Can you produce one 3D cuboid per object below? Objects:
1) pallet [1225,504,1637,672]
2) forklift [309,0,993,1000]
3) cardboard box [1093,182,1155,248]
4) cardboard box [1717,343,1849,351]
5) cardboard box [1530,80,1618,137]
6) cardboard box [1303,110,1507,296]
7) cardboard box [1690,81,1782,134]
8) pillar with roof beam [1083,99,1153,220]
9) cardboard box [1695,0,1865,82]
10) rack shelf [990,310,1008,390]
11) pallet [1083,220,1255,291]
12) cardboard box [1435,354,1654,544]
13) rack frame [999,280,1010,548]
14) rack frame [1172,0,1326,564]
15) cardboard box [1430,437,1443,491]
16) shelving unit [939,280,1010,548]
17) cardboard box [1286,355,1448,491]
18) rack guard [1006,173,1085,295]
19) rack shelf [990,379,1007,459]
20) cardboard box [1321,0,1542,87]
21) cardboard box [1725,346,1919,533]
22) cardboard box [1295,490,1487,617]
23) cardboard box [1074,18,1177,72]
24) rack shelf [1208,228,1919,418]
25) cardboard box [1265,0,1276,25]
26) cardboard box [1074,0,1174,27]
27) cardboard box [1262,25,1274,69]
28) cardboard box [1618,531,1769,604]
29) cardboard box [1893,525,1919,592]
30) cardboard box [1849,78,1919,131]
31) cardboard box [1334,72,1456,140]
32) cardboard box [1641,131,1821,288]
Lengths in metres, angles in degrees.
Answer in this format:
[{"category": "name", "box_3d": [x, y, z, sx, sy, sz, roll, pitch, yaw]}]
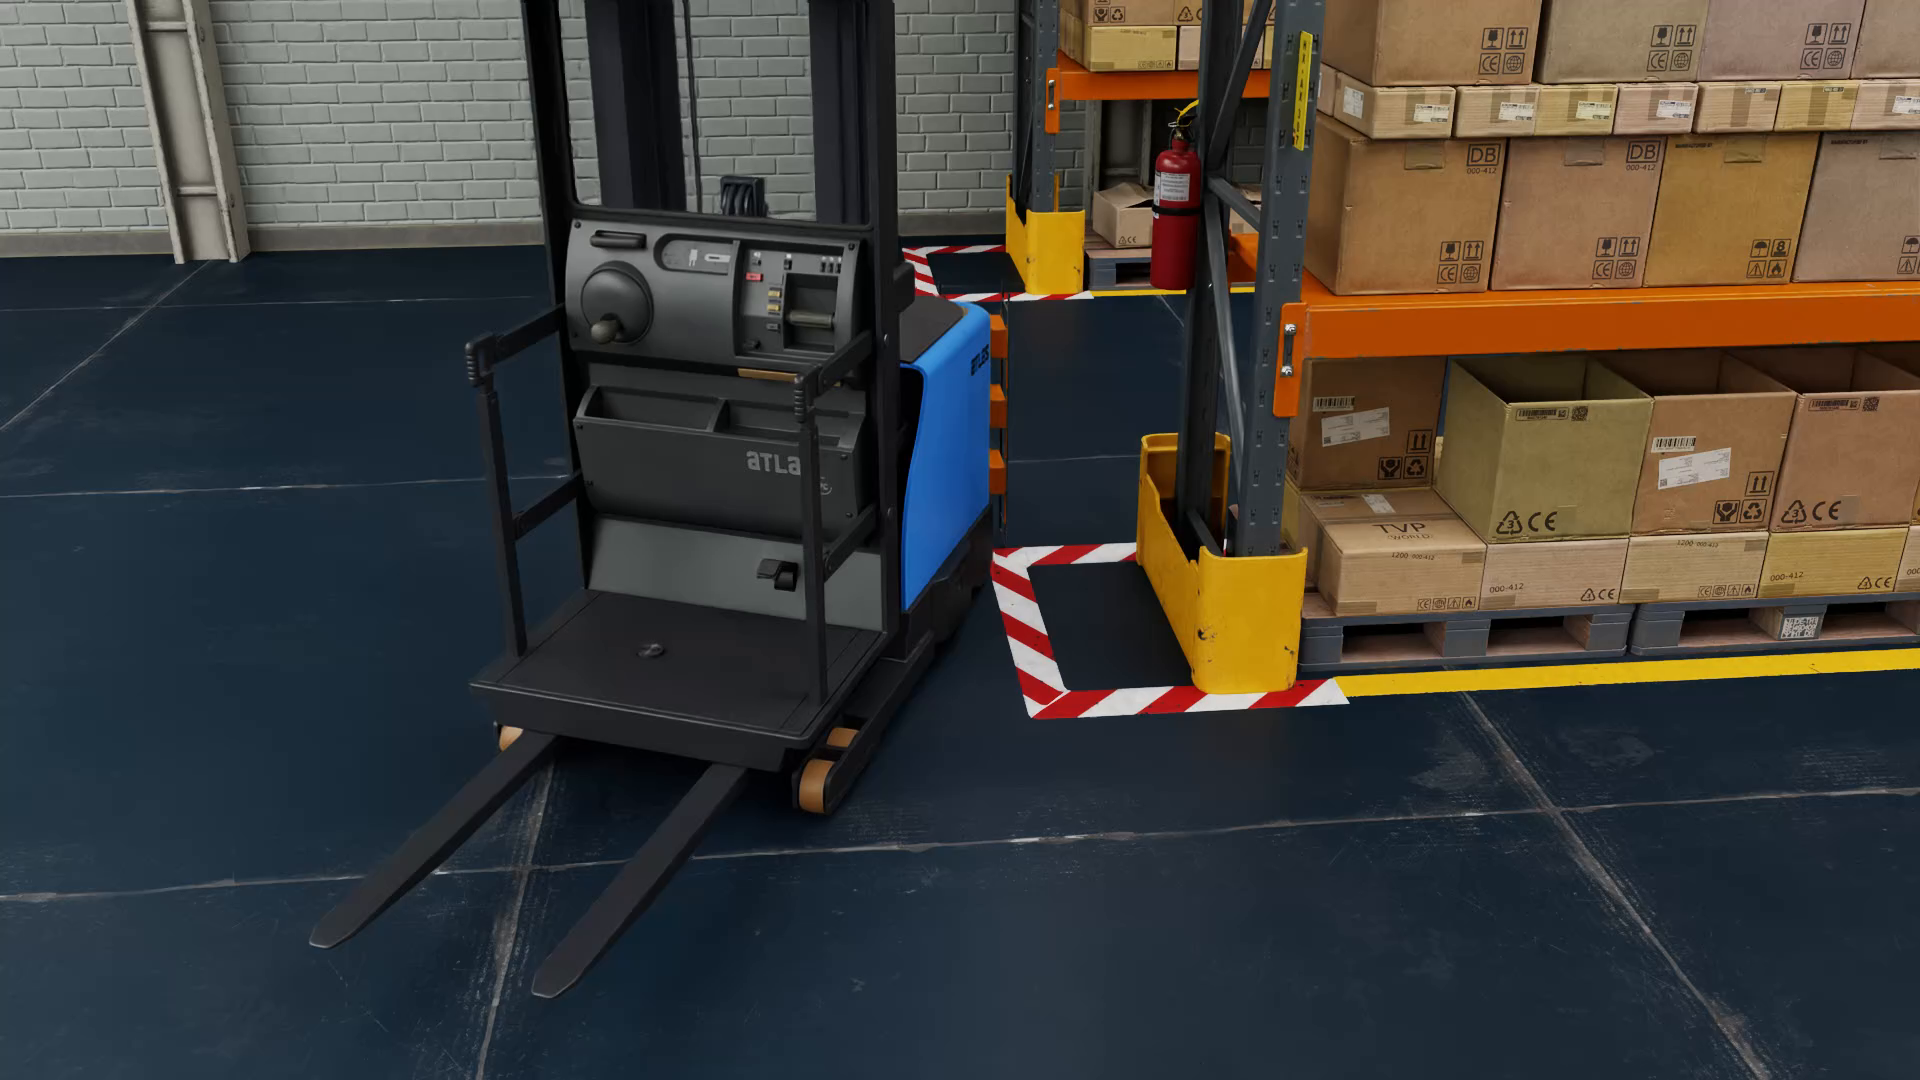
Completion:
[{"category": "pallet", "box_3d": [1.700, 0.134, 6.189, 1.213, 0.211, 1.003, -2, 24, -5]}, {"category": "forklift", "box_3d": [-0.801, -0.708, 4.733, 1.130, 2.935, 3.031, 7, 25, 16]}, {"category": "cardboard box", "box_3d": [1.150, -2.059, 10.458, 0.500, 0.311, 0.500, -5, 24, -11]}, {"category": "cardboard box", "box_3d": [2.939, -0.578, 6.303, 0.500, 0.500, 0.500, -2, 24, -5]}, {"category": "cardboard box", "box_3d": [1.865, -1.385, 5.251, 0.250, 0.149, 0.380, -2, 24, -5]}, {"category": "cardboard box", "box_3d": [1.409, -1.152, 5.526, 0.500, 0.500, 0.700, -2, 24, -5]}, {"category": "cardboard box", "box_3d": [2.382, -1.406, 5.298, 0.250, 0.149, 0.380, -3, 24, -7]}, {"category": "pillar with roof beam", "box_3d": [1.487, -4.474, 5.737, 0.400, 9.000, 9.100, -2, 24, -5]}, {"category": "cardboard box", "box_3d": [2.486, -1.791, 5.365, 0.500, 0.500, 0.700, -2, 24, -5]}, {"category": "rack shelf", "box_3d": [0.053, -0.732, 6.431, 0.240, 0.259, 0.215, -2, 24, -5]}, {"category": "pallet", "box_3d": [1.340, -1.842, 10.635, 1.213, 0.211, 1.003, -2, 24, -5]}, {"category": "cardboard box", "box_3d": [1.996, -0.323, 5.729, 0.500, 0.500, 0.500, -2, 24, -5]}, {"category": "rack frame", "box_3d": [0.174, -0.487, 6.553, 0.008, 1.050, 0.200, -2, 24, -5]}, {"category": "rack frame", "box_3d": [0.943, -1.093, 5.516, 0.127, 3.000, 1.000, -2, 24, -5]}, {"category": "cardboard box", "box_3d": [1.944, -0.194, 6.362, 0.500, 0.250, 0.500, -2, 24, -5]}, {"category": "shelving unit", "box_3d": [0.053, -0.482, 6.542, 0.252, 1.050, 0.215, -2, 24, -5]}, {"category": "cardboard box", "box_3d": [1.447, -0.513, 6.156, 0.500, 0.500, 0.500, -2, 24, -5]}, {"category": "rack guard", "box_3d": [0.528, -1.956, 10.535, 0.348, 0.500, 1.175, -2, 24, -5]}, {"category": "rack shelf", "box_3d": [0.053, -0.472, 6.546, 0.240, 0.259, 0.215, -2, 24, -5]}, {"category": "cardboard box", "box_3d": [1.461, -1.747, 5.267, 0.500, 0.500, 0.700, -2, 24, -5]}, {"category": "cardboard box", "box_3d": [2.991, -0.361, 5.815, 0.500, 0.500, 0.500, -2, 24, -5]}, {"category": "cardboard box", "box_3d": [1.498, 0.040, 5.835, 0.500, 0.250, 0.500, -2, 24, -5]}, {"category": "cardboard box", "box_3d": [0.969, -2.927, 9.802, 0.500, 0.250, 0.500, -3, 24, -7]}, {"category": "rack shelf", "box_3d": [2.933, -0.844, 5.842, 4.000, 0.370, 1.077, -2, 24, -5]}, {"category": "cardboard box", "box_3d": [1.964, -3.310, 9.740, 0.500, 0.500, 0.500, -3, 24, -7]}, {"category": "cardboard box", "box_3d": [0.957, -3.276, 9.664, 0.500, 0.500, 0.500, -2, 24, -5]}, {"category": "cardboard box", "box_3d": [1.992, -2.971, 9.902, 0.500, 0.250, 0.500, -3, 24, -6]}, {"category": "cardboard box", "box_3d": [2.493, -0.001, 5.928, 0.500, 0.250, 0.500, -2, 24, -5]}, {"category": "cardboard box", "box_3d": [3.489, -0.039, 6.014, 0.500, 0.250, 0.500, -2, 24, -5]}, {"category": "cardboard box", "box_3d": [2.884, -1.425, 5.341, 0.250, 0.149, 0.380, -2, 24, -5]}, {"category": "cardboard box", "box_3d": [1.354, -1.364, 5.203, 0.250, 0.149, 0.380, -2, 24, -6]}, {"category": "cardboard box", "box_3d": [2.425, -1.193, 5.617, 0.500, 0.500, 0.700, -2, 24, -5]}]
